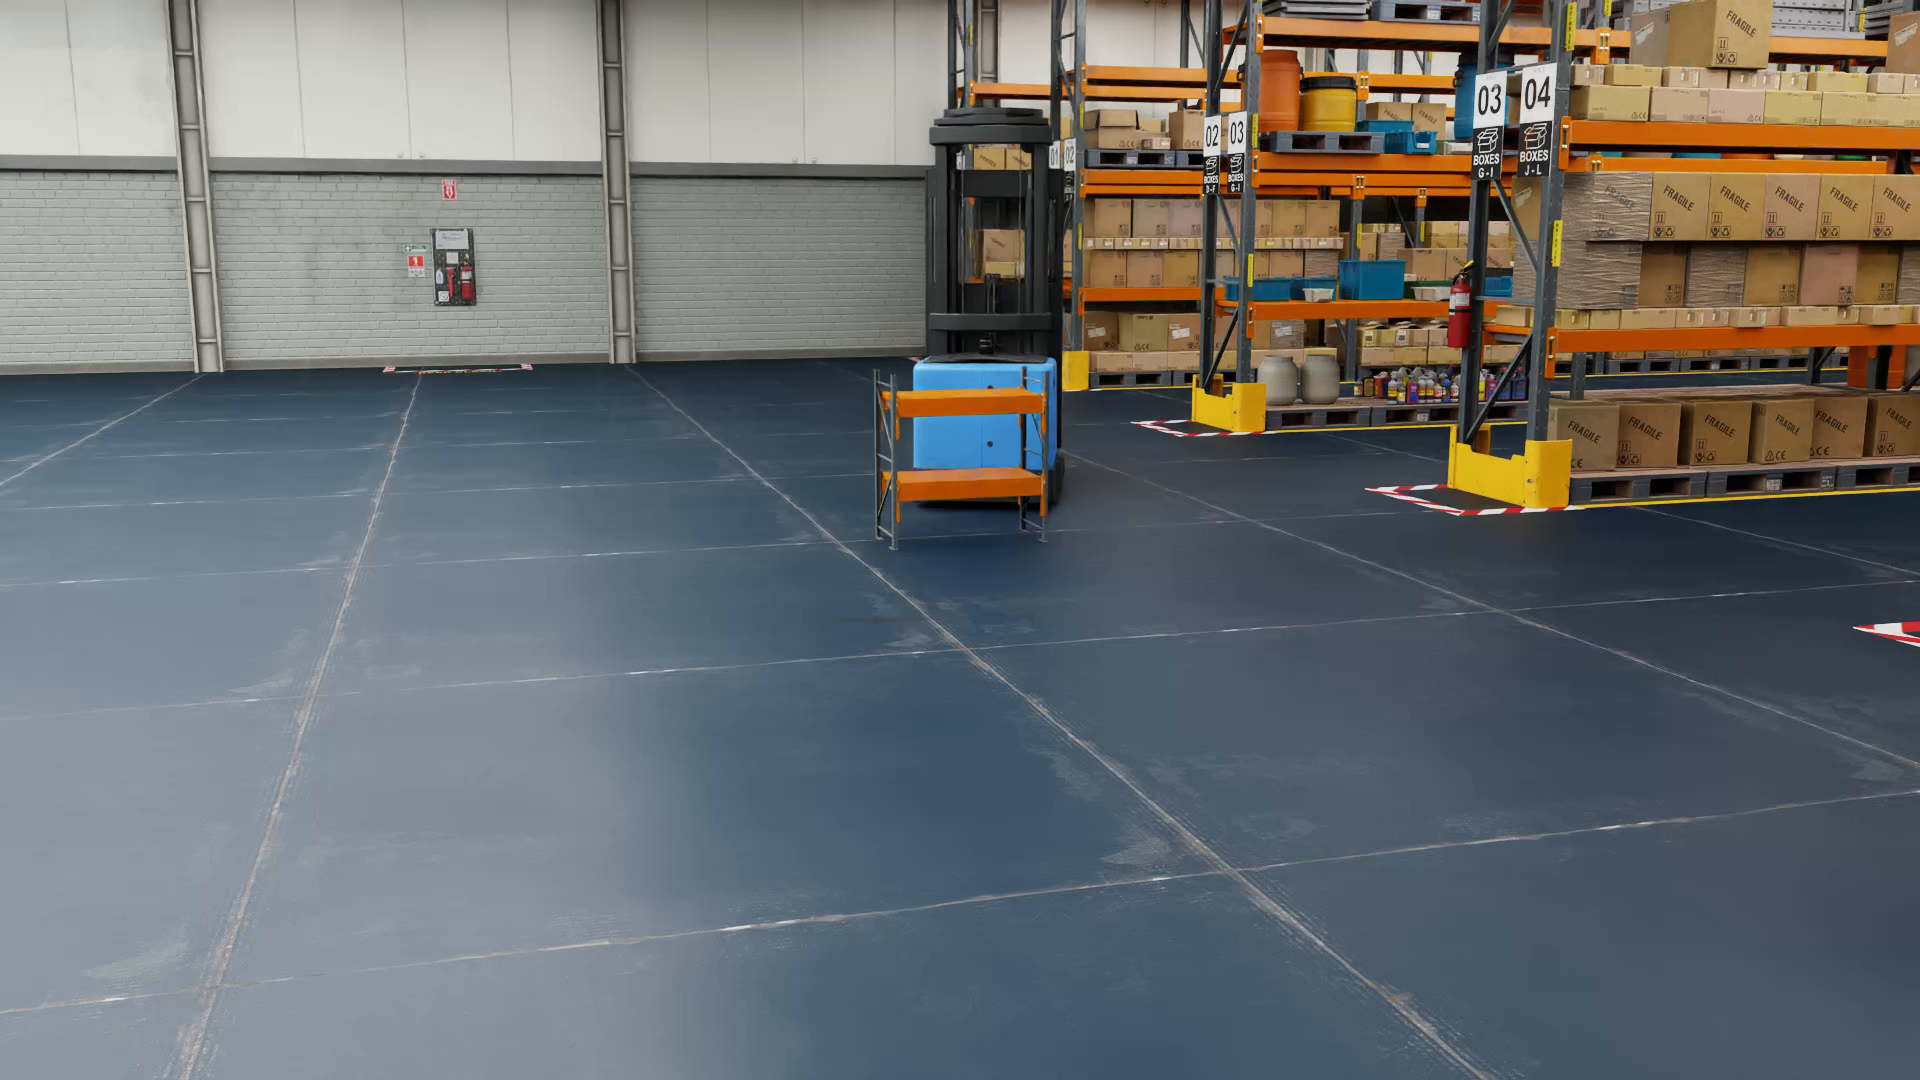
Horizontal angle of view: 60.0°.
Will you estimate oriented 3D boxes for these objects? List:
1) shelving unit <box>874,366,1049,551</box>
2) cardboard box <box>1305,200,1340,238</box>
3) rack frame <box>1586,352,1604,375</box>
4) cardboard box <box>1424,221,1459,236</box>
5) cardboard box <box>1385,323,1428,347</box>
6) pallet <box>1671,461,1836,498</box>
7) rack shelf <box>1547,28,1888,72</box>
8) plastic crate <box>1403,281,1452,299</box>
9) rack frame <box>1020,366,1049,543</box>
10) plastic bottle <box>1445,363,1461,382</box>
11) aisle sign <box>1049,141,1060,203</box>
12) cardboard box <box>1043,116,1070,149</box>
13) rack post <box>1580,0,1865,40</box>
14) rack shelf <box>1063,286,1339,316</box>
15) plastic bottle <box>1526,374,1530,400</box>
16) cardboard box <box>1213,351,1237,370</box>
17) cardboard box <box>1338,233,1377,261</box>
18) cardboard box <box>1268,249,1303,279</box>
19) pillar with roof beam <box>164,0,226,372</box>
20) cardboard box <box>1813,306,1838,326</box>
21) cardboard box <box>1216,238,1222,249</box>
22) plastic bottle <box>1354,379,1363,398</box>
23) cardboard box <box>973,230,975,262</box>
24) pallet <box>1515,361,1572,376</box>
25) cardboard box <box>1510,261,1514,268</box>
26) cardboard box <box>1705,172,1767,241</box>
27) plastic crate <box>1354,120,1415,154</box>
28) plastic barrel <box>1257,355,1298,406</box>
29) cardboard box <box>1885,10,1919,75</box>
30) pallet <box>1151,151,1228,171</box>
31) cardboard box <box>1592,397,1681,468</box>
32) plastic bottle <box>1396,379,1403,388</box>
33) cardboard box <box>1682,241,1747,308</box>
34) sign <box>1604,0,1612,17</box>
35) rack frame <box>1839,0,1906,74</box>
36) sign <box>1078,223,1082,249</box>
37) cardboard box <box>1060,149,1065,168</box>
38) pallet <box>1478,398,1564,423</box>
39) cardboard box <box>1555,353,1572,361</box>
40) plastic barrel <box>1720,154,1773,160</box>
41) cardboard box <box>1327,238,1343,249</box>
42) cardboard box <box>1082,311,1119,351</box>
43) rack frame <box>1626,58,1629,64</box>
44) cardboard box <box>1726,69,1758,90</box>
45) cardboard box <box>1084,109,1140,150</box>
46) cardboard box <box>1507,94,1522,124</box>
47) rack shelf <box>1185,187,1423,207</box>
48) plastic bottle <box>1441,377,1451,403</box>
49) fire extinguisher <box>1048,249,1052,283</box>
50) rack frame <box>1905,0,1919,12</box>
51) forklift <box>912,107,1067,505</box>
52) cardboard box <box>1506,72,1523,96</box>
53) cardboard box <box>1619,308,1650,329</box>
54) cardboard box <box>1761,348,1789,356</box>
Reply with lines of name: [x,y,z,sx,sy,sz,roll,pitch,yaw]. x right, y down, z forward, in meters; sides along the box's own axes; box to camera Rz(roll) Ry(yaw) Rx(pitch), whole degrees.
shelving unit: [0.006,-0.554,10.946,1.048,1.125,0.538,-3,11,-16]
cardboard box: [4.807,-4.399,22.798,0.500,0.500,0.700,-3,11,-16]
rack frame: [9.072,-3.938,24.152,0.127,3.000,1.000,-3,11,-16]
cardboard box: [8.219,-5.352,28.612,0.500,0.250,0.500,-3,11,-15]
cardboard box: [6.180,-2.867,23.223,0.500,0.311,0.500,-3,11,-17]
pallet: [6.188,-0.539,13.392,1.213,0.211,1.003,-3,11,-16]
rack shelf: [8.532,-5.375,18.482,4.000,0.370,1.077,-3,11,-16]
plastic crate: [5.230,-2.750,18.286,0.662,0.188,0.450,-3,11,-16]
rack frame: [0.495,-0.579,11.086,0.032,1.125,0.500,-3,11,-16]
plastic bottle: [5.540,-1.809,18.692,0.185,0.351,0.144,-4,11,-18]
aisle sign: [1.246,-4.859,21.976,0.004,0.787,0.394,-3,11,-16]
cardboard box: [1.425,-6.442,26.374,0.500,0.500,0.500,-3,11,-14]
rack post: [8.479,-6.037,18.435,3.121,1.000,1.013,-3,11,-16]
rack shelf: [3.311,-3.280,22.567,4.000,0.370,1.077,-3,11,-16]
plastic bottle: [6.242,-1.673,18.136,0.133,0.283,0.061,-2,11,-13]
cardboard box: [3.408,-2.451,22.512,0.500,0.250,0.500,-3,11,-16]
cardboard box: [6.706,-5.006,28.461,0.500,0.500,0.700,-4,11,-21]
cardboard box: [4.302,-3.733,22.764,0.500,0.500,0.700,-3,11,-17]
pillar with roof beam: [-9.886,-6.174,19.731,0.400,9.000,9.100,-3,11,-16]
cardboard box: [6.658,-1.773,13.086,0.250,0.149,0.380,-3,11,-16]
cardboard box: [3.304,-3.961,22.211,0.250,0.149,0.380,-3,11,-15]
plastic bottle: [4.412,-1.681,18.406,0.097,0.201,0.097,0,10,0]
cardboard box: [0.396,-4.760,26.903,0.500,0.500,0.500,-3,11,-17]
pallet: [8.271,-2.532,24.215,1.213,0.211,1.003,-3,11,-16]
cardboard box: [8.159,-3.882,24.097,0.500,0.311,0.500,-3,11,-17]
cardboard box: [5.722,-2.528,12.634,0.500,0.500,0.500,-3,11,-16]
plastic crate: [4.518,-4.288,17.812,0.575,0.384,0.392,-3,11,-16]
plastic barrel: [3.382,-1.701,17.714,0.421,0.512,0.421,0,10,0]
cardboard box: [7.636,-3.863,12.979,0.500,0.500,0.500,-3,11,-18]
pallet: [3.250,-5.058,22.198,1.213,0.211,1.003,-3,11,-16]
cardboard box: [5.325,-0.853,13.138,0.500,0.500,0.500,0,10,-1]
plastic bottle: [4.848,-1.675,18.375,0.097,0.201,0.097,0,10,0]
cardboard box: [5.630,-2.093,13.034,0.500,0.500,0.875,-3,11,-16]
sign: [6.755,-5.626,17.327,0.005,0.325,0.100,-3,11,-16]
rack frame: [10.453,-6.027,18.930,0.127,3.000,1.000,-3,11,-16]
sign: [1.540,-3.901,21.341,0.005,0.325,0.100,-3,11,-16]
cardboard box: [1.417,-5.950,26.463,0.500,0.500,0.500,-2,11,-13]
pallet: [5.956,-1.476,18.481,1.213,0.211,1.003,-3,11,-16]
cardboard box: [8.635,-2.723,23.988,0.500,0.250,0.500,-3,11,-15]
plastic barrel: [8.976,-4.726,18.962,0.708,0.830,0.600,-3,11,-16]
cardboard box: [5.030,-4.053,22.707,0.250,0.149,0.380,-3,11,-16]
cardboard box: [1.822,-2.835,22.524,0.500,0.500,0.500,-3,11,-16]
rack frame: [11.524,-7.952,29.385,0.127,3.000,1.000,-3,11,-16]
cardboard box: [5.743,-3.442,12.486,0.250,0.149,0.380,-4,11,-19]
cardboard box: [1.944,-5.363,21.775,0.637,0.503,0.797,-2,11,-12]
cardboard box: [4.548,-3.281,12.712,0.500,0.250,0.500,-3,11,-15]
rack shelf: [5.763,-5.819,28.072,4.000,0.370,1.077,-3,11,-16]
plastic bottle: [5.219,-1.616,17.863,0.097,0.271,0.097,0,10,0]
fire extinguisher: [1.147,-3.570,22.366,0.183,0.674,0.296,-3,11,-16]
rack frame: [7.997,-4.964,13.154,0.127,3.000,1.000,-3,11,-16]
forklift: [0.292,-1.921,13.385,1.130,2.935,3.031,1,10,5]
cardboard box: [4.335,-3.477,12.674,0.250,0.149,0.380,-3,11,-16]
cardboard box: [4.986,-1.679,12.578,0.250,0.149,0.380,-3,11,-16]
cardboard box: [12.042,-3.029,24.903,0.500,0.500,0.500,-3,11,-16]
